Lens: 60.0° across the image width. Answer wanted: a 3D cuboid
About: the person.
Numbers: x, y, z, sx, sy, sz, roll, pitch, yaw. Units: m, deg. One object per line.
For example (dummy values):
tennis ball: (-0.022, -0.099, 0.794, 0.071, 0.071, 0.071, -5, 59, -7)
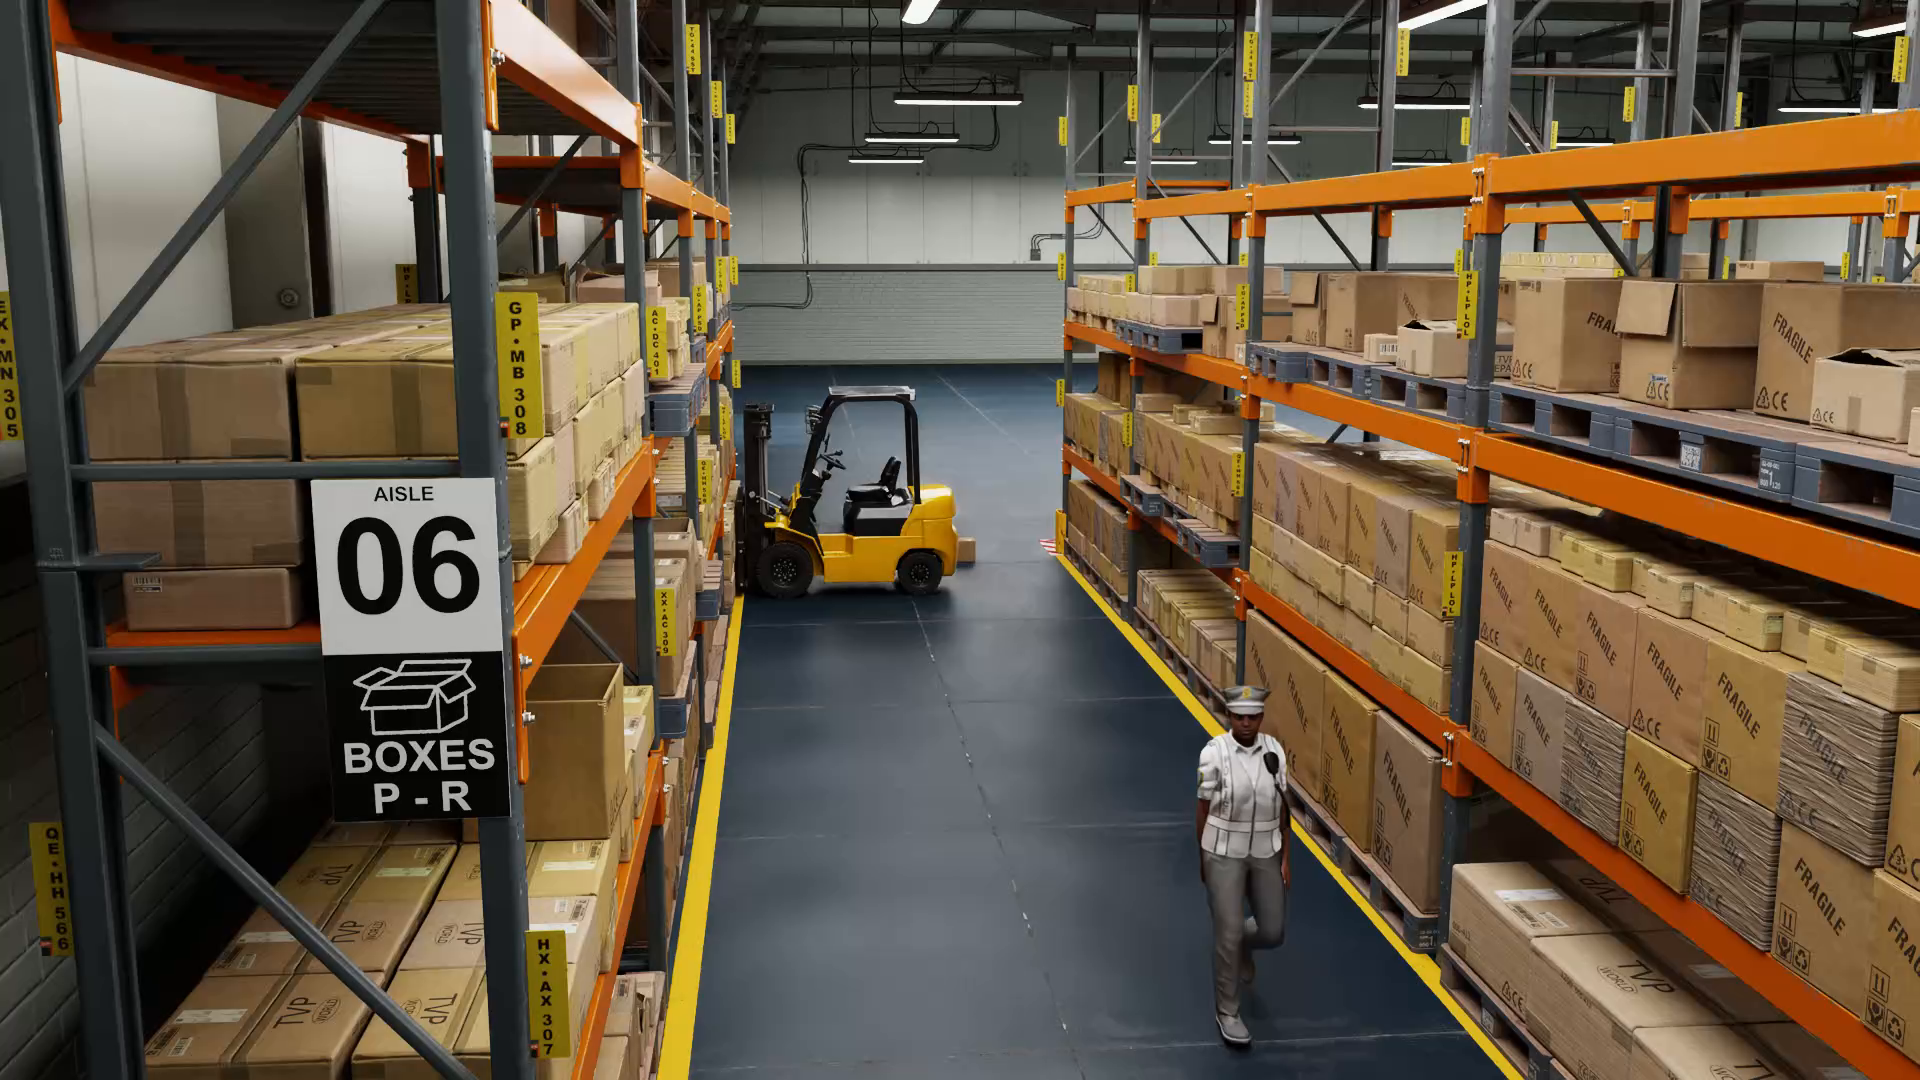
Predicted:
person: (1.341, 1.480, 7.933, 0.447, 1.673, 0.664, -1, 10, -8)
